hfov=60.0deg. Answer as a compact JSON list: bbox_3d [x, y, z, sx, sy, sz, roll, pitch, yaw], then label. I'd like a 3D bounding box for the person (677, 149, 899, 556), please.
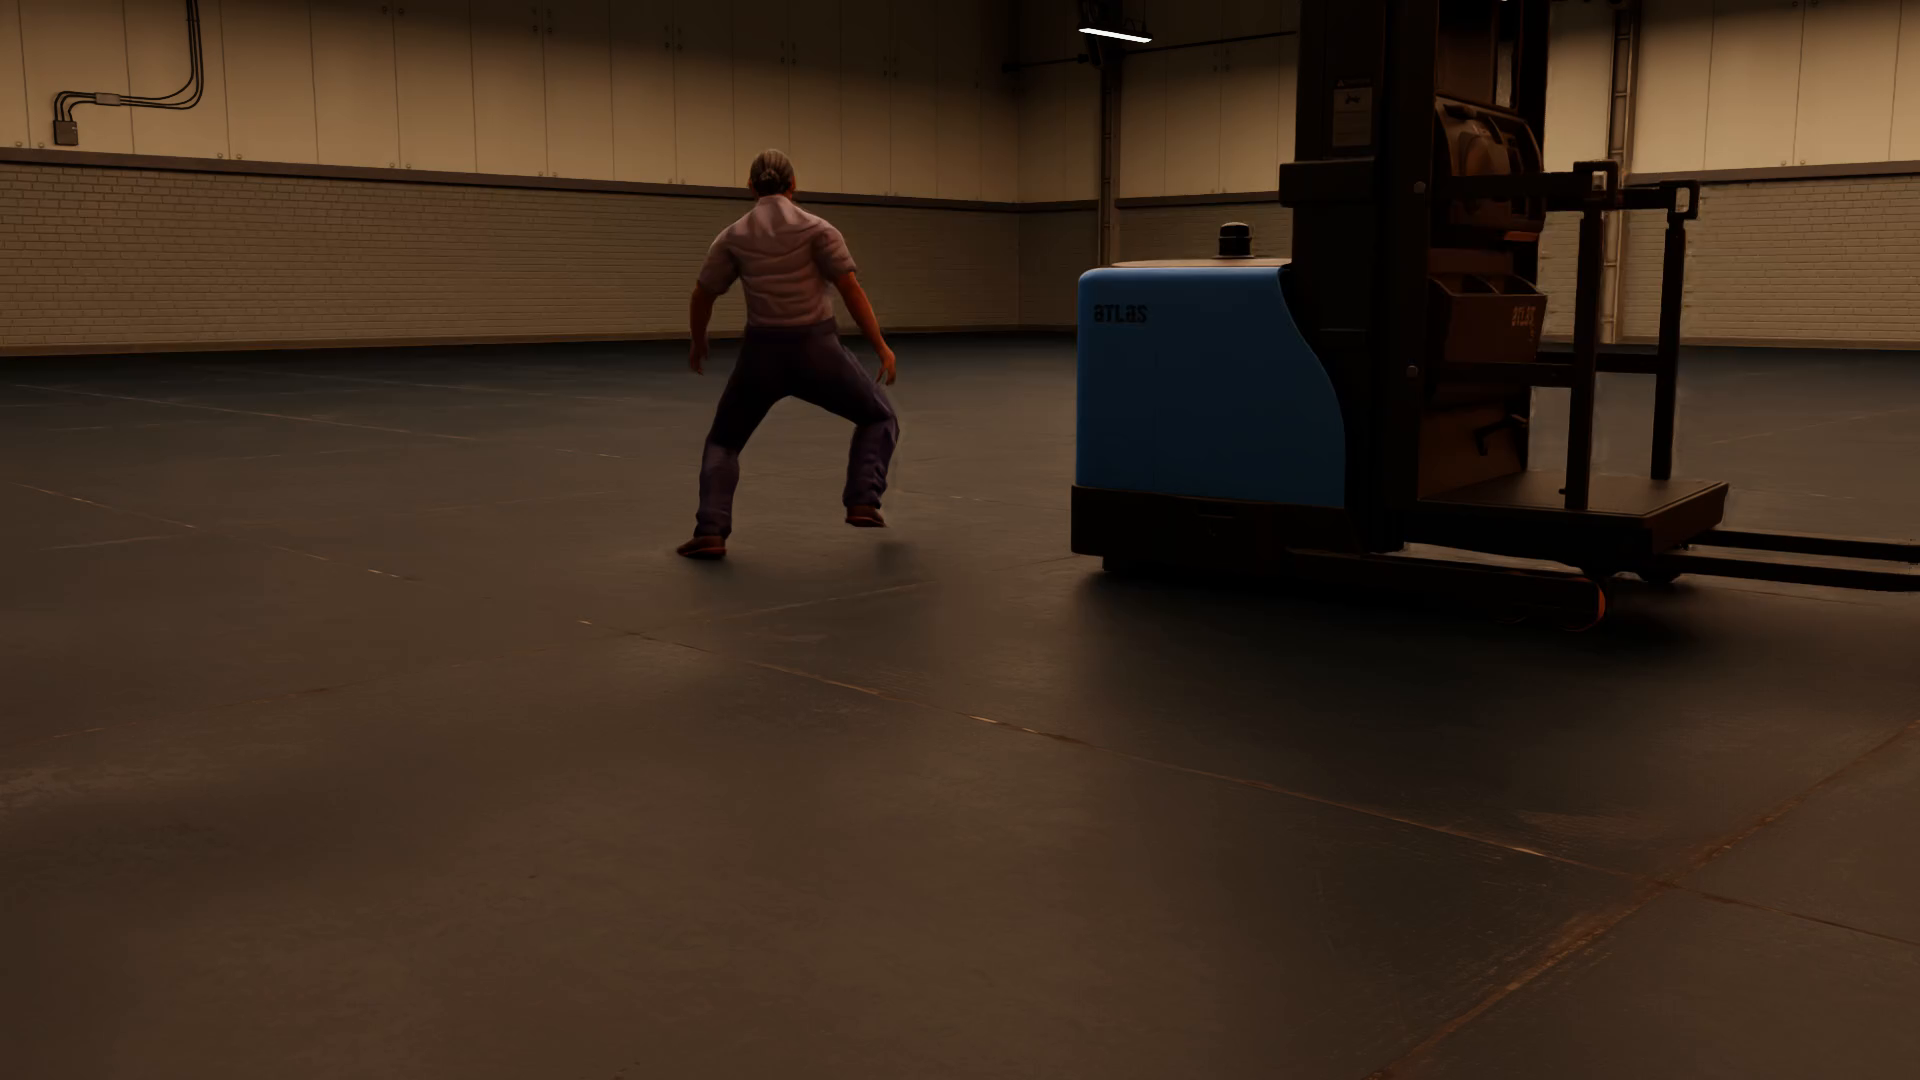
[{"bbox_3d":[-0.672,-0.699,6.367,0.878,1.532,0.626,2,9,13],"label":"person"}]

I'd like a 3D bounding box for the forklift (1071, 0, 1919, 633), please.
[{"bbox_3d":[1.889,-1.266,5.279,3.031,2.935,1.130,6,11,36],"label":"forklift"}]
